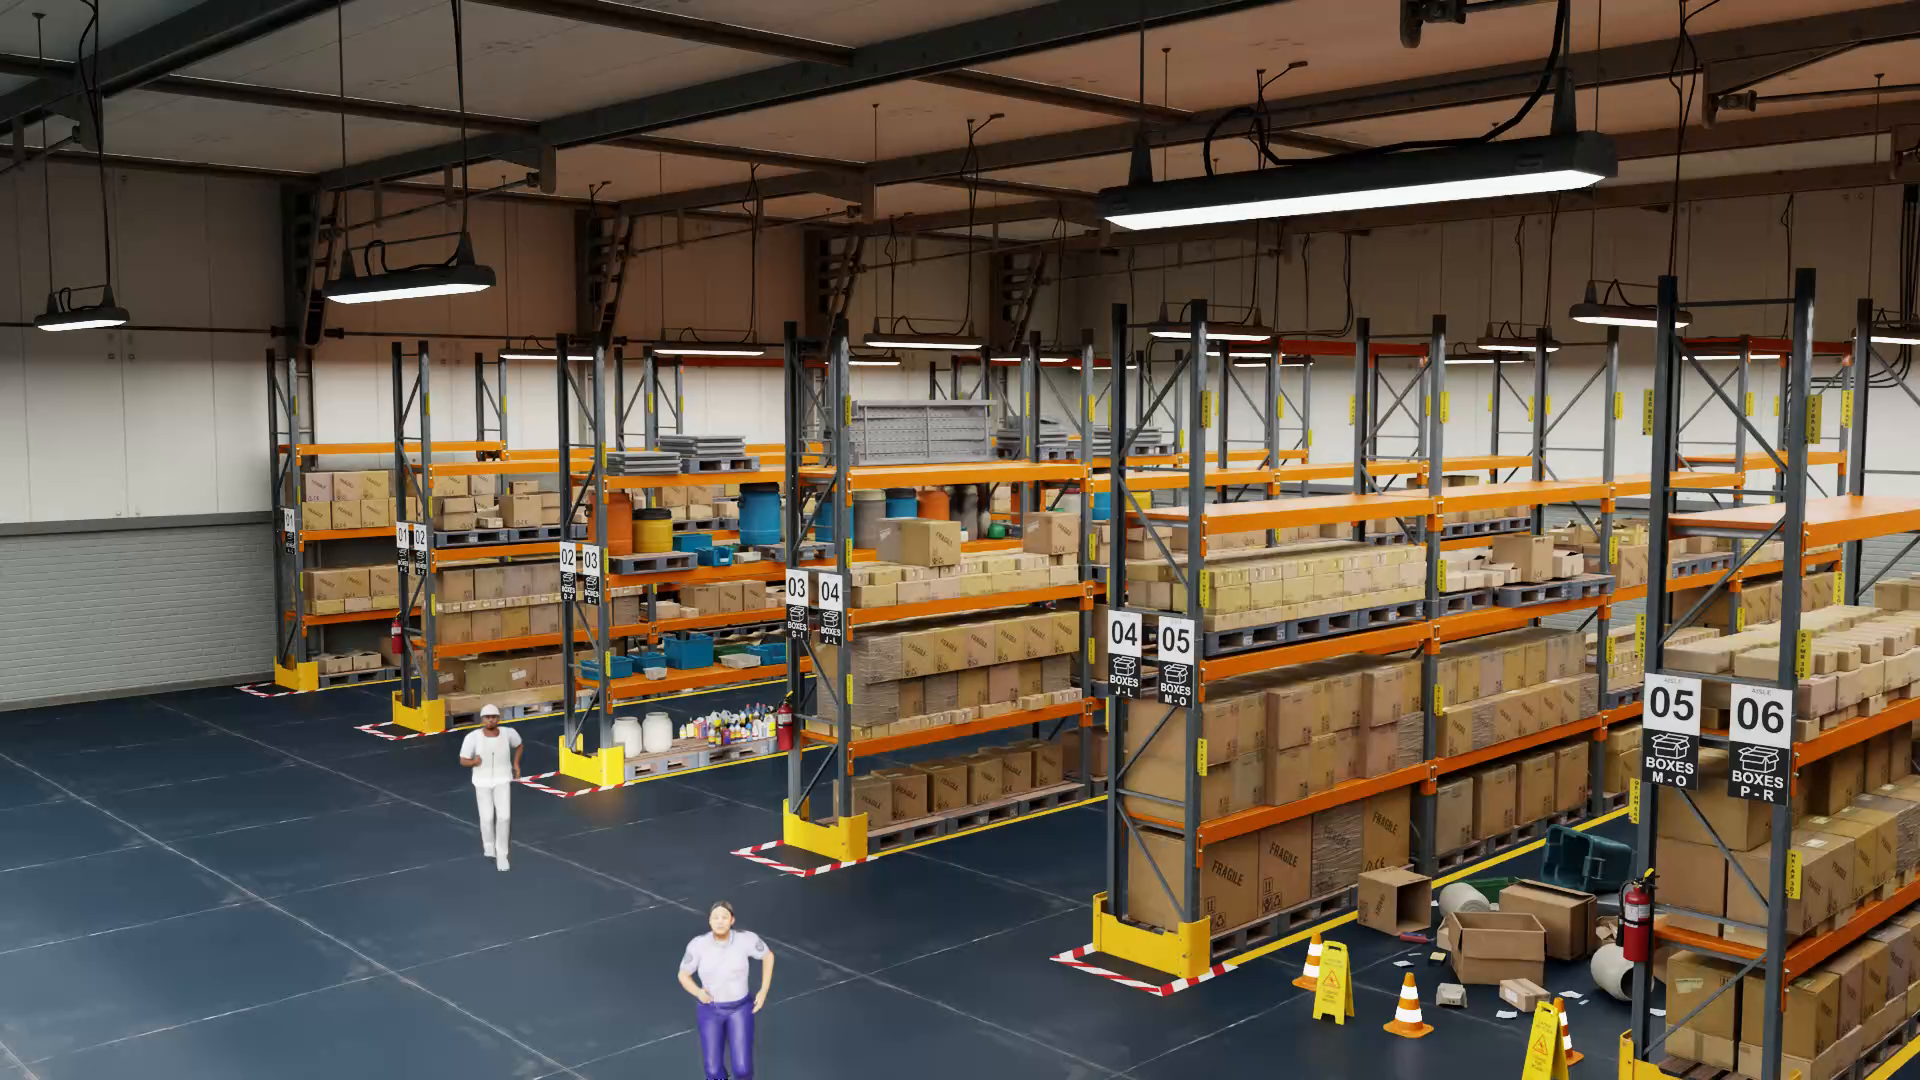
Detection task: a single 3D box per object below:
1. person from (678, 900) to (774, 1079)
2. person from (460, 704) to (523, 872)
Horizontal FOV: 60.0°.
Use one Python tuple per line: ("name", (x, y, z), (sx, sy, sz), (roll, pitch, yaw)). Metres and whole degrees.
("person", (-1.651, 3.345, 11.686), (0.661, 1.607, 0.570), (0, 5, -3))
("person", (-5.134, 2.705, 18.262), (0.674, 1.823, 0.730), (-1, 5, -16))
